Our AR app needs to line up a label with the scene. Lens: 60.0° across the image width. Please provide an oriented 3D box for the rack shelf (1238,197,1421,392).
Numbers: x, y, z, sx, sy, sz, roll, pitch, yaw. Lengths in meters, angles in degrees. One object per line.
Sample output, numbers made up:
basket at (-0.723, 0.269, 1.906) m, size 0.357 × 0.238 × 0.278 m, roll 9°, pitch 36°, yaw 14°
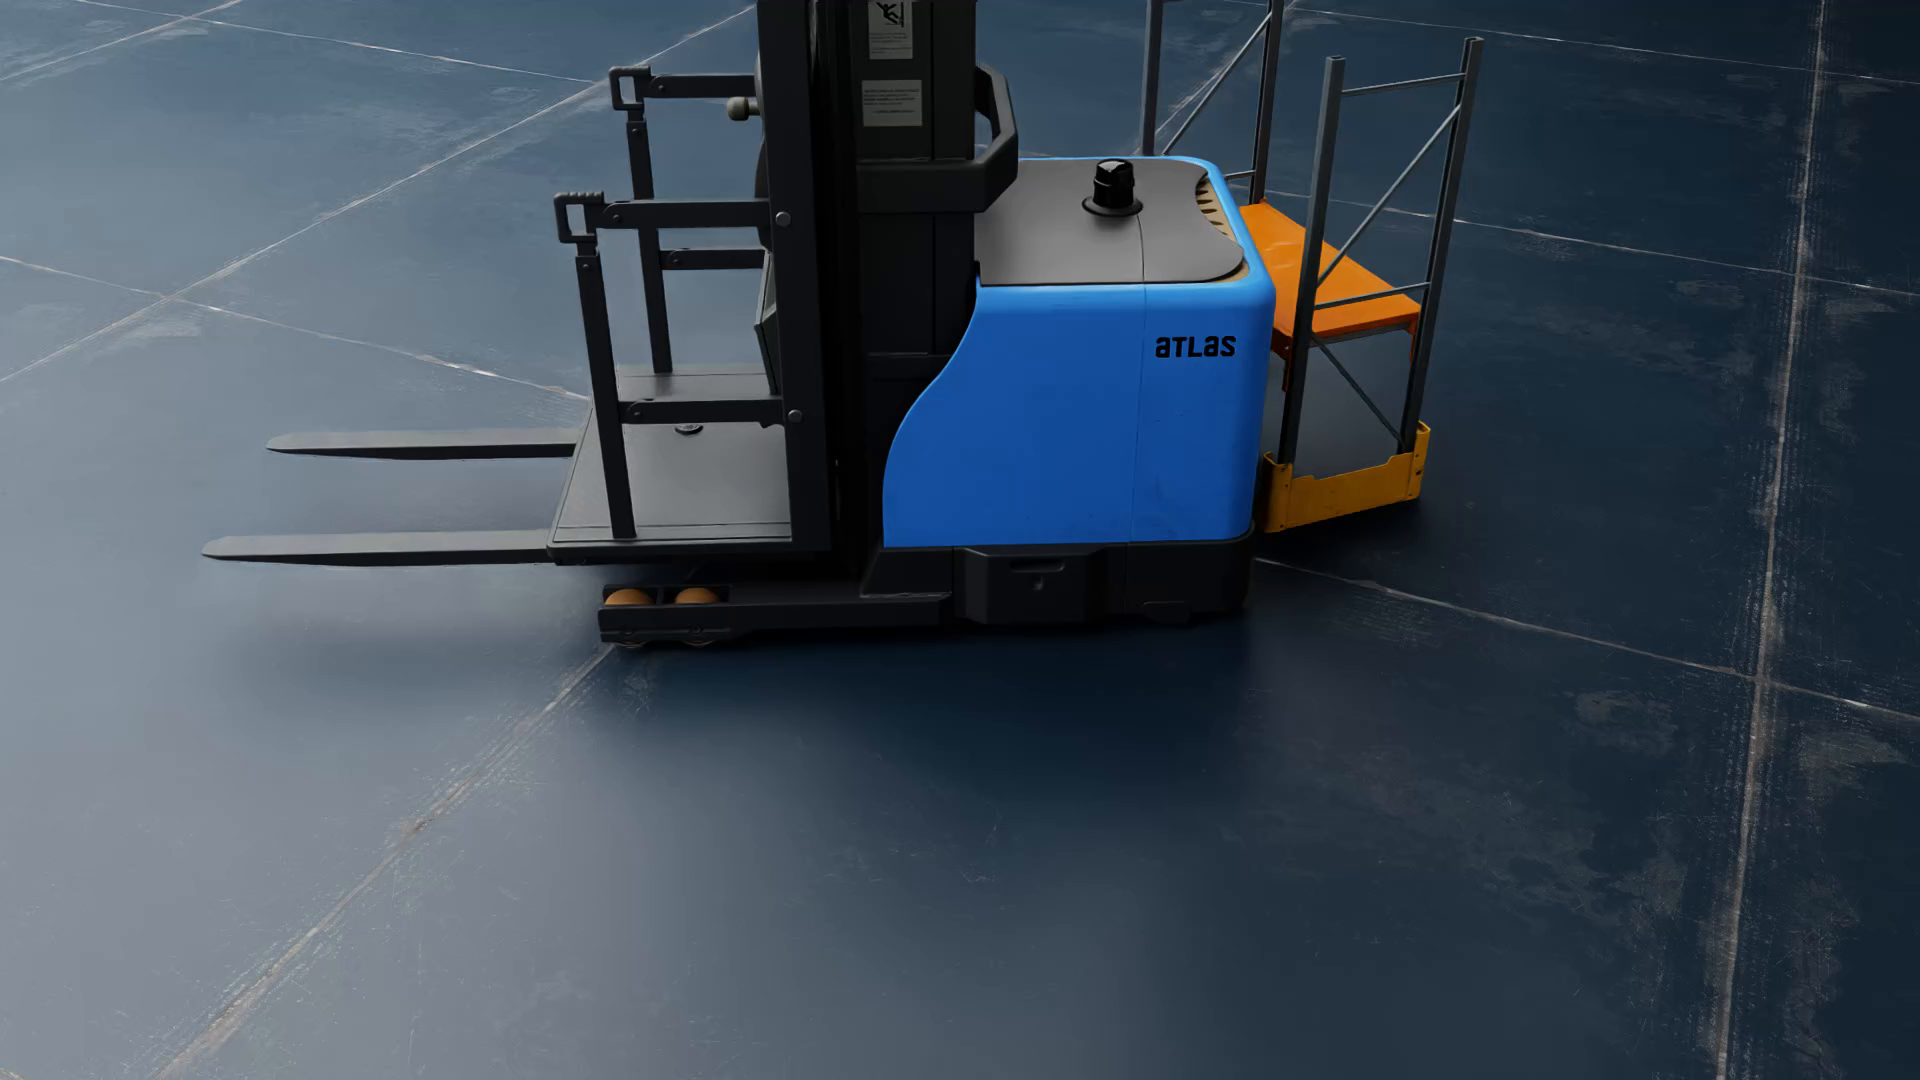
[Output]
rack shelf at (1.035, -0.835, 5.483) m, size 0.538 × 0.185 × 1.000 m, roll -13°, pitch 35°, yaw -19°

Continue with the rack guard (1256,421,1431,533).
rack guard at (1.230, -0.206, 5.336) m, size 0.587 × 0.250 × 0.087 m, roll -13°, pitch 35°, yaw -19°

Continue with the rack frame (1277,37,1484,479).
rack frame at (1.230, -0.728, 4.992) m, size 0.500 × 1.500 × 0.032 m, roll -13°, pitch 35°, yaw -19°

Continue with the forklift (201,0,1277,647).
forklift at (-0.686, -1.214, 4.429) m, size 3.031 × 2.935 × 1.130 m, roll -1°, pitch 33°, yaw -2°

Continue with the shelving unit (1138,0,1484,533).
shelving unit at (1.039, -0.980, 5.377) m, size 0.587 × 1.500 × 1.083 m, roll -13°, pitch 35°, yaw -19°

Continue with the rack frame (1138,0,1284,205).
rack frame at (0.840, -1.242, 5.777) m, size 0.500 × 1.500 × 0.032 m, roll -13°, pitch 35°, yaw -19°
